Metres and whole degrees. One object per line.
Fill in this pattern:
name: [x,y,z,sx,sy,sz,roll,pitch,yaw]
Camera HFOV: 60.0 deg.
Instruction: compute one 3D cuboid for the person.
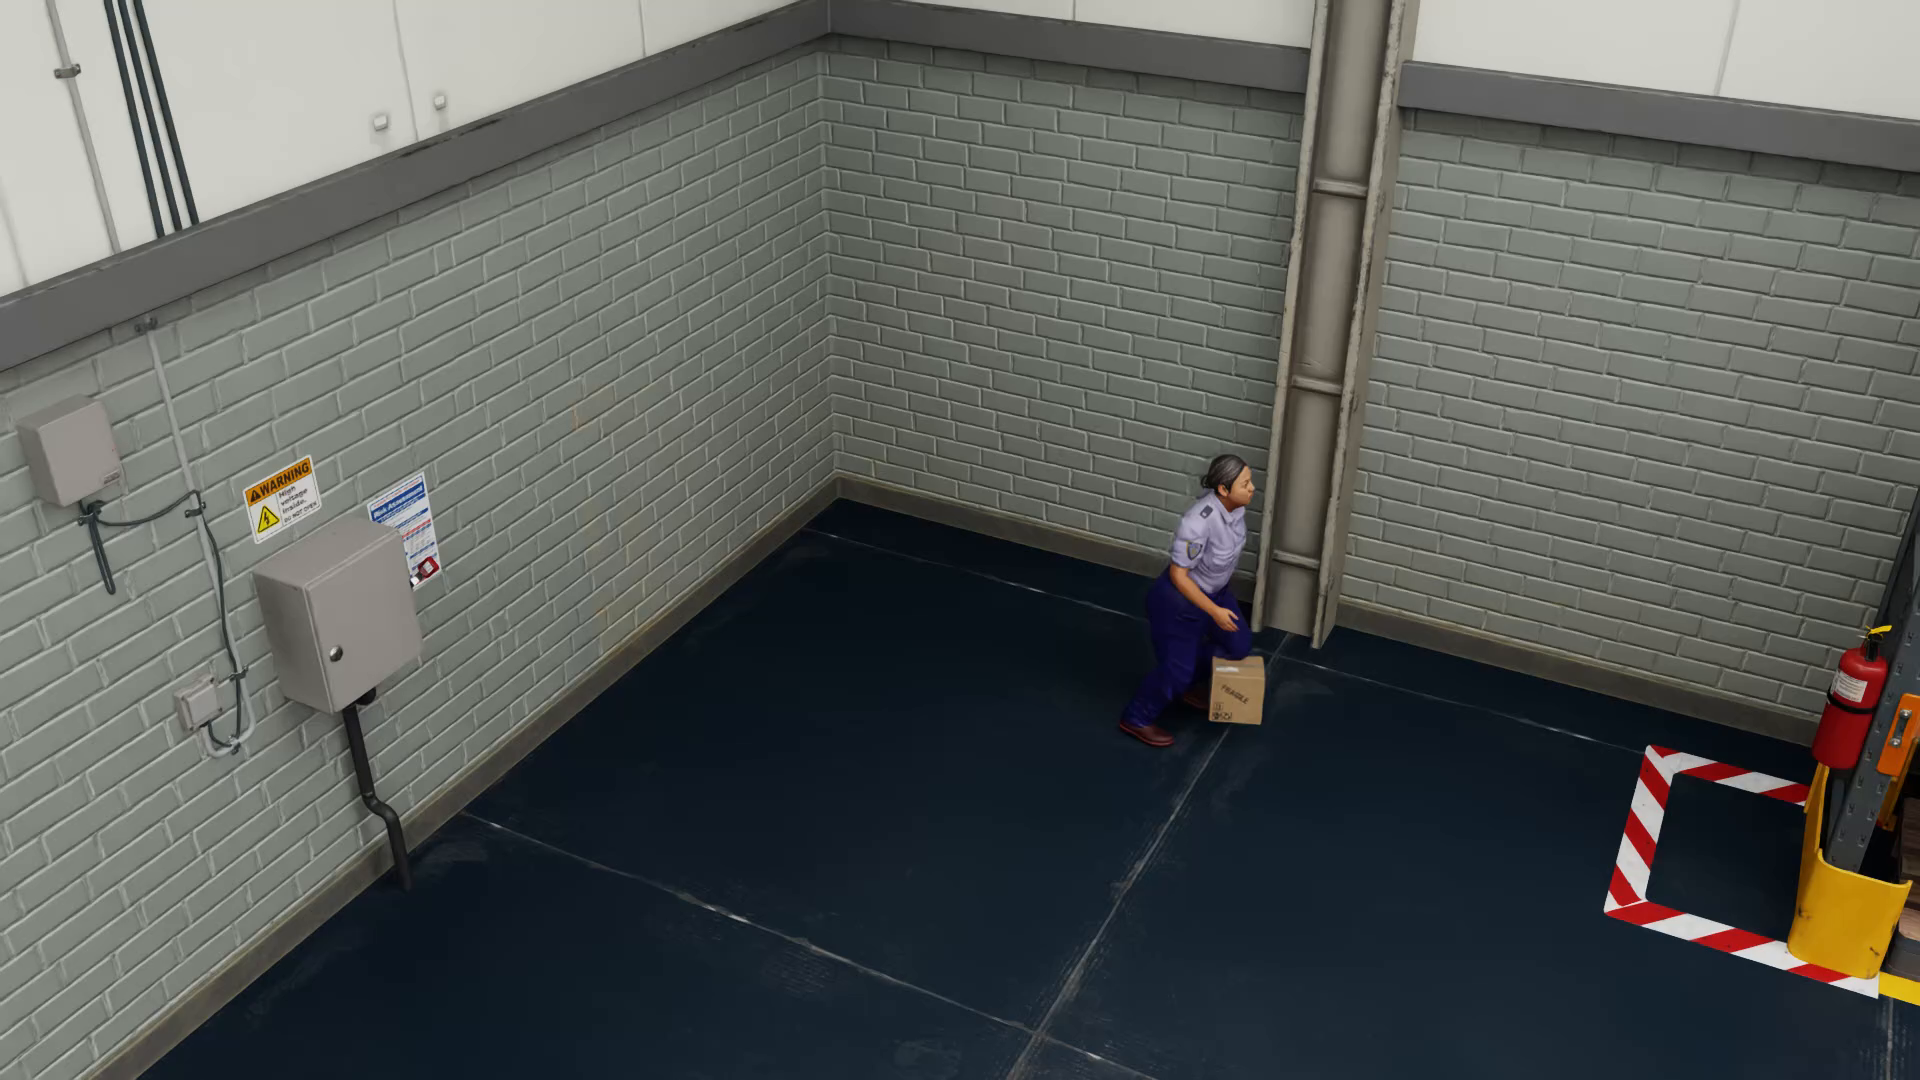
person: [1.117,0.270,7.901,0.585,1.584,0.623,17,34,27]
